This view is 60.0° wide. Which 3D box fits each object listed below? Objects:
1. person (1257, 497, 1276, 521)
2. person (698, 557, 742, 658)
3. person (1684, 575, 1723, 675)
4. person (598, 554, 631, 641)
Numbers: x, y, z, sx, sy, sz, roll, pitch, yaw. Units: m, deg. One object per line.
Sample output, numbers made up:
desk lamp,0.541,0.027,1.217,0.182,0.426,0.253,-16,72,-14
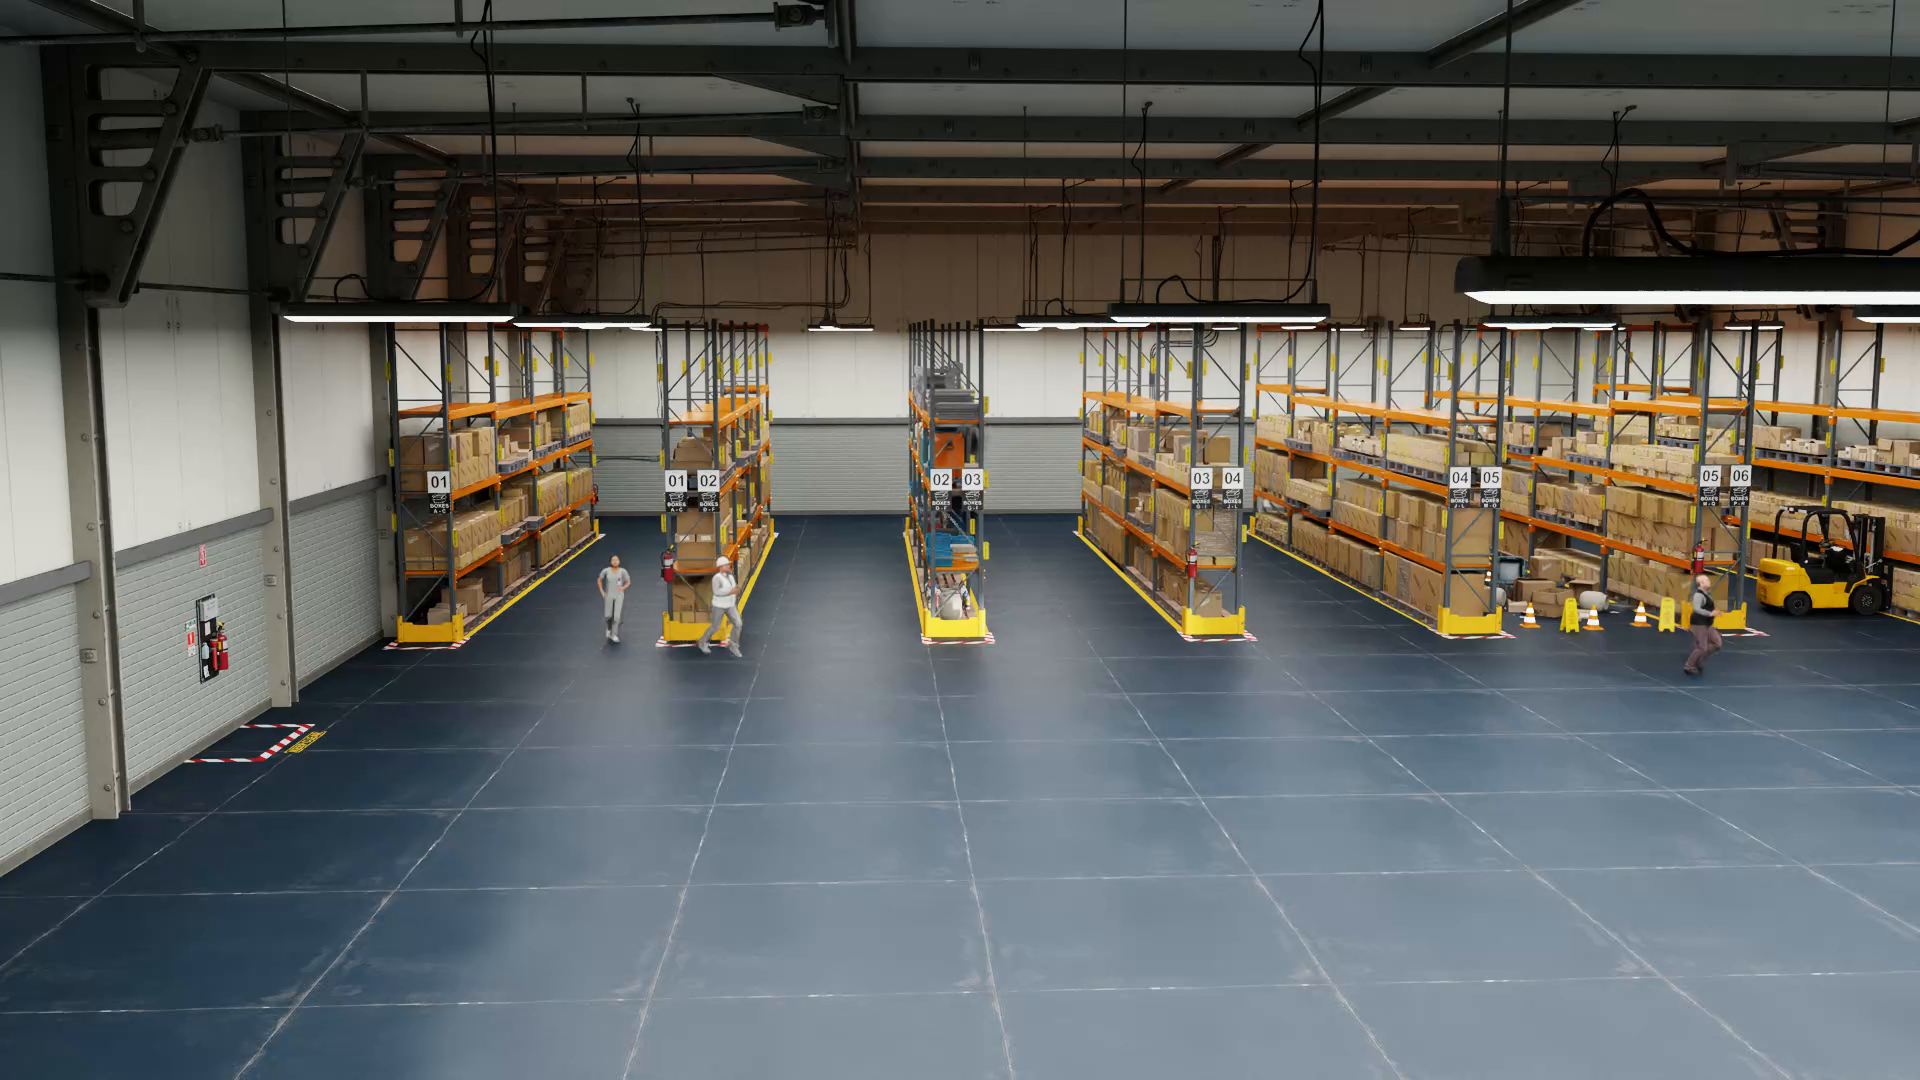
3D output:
person,9.126,-1.205,49.091,0.984,1.795,0.729,0,7,-3
person,-4.239,1.194,29.640,0.900,1.823,0.662,4,8,32
person,12.491,1.468,27.899,0.583,1.621,0.711,6,9,39
person,-6.453,1.084,31.069,0.609,1.621,0.502,-1,7,-11
